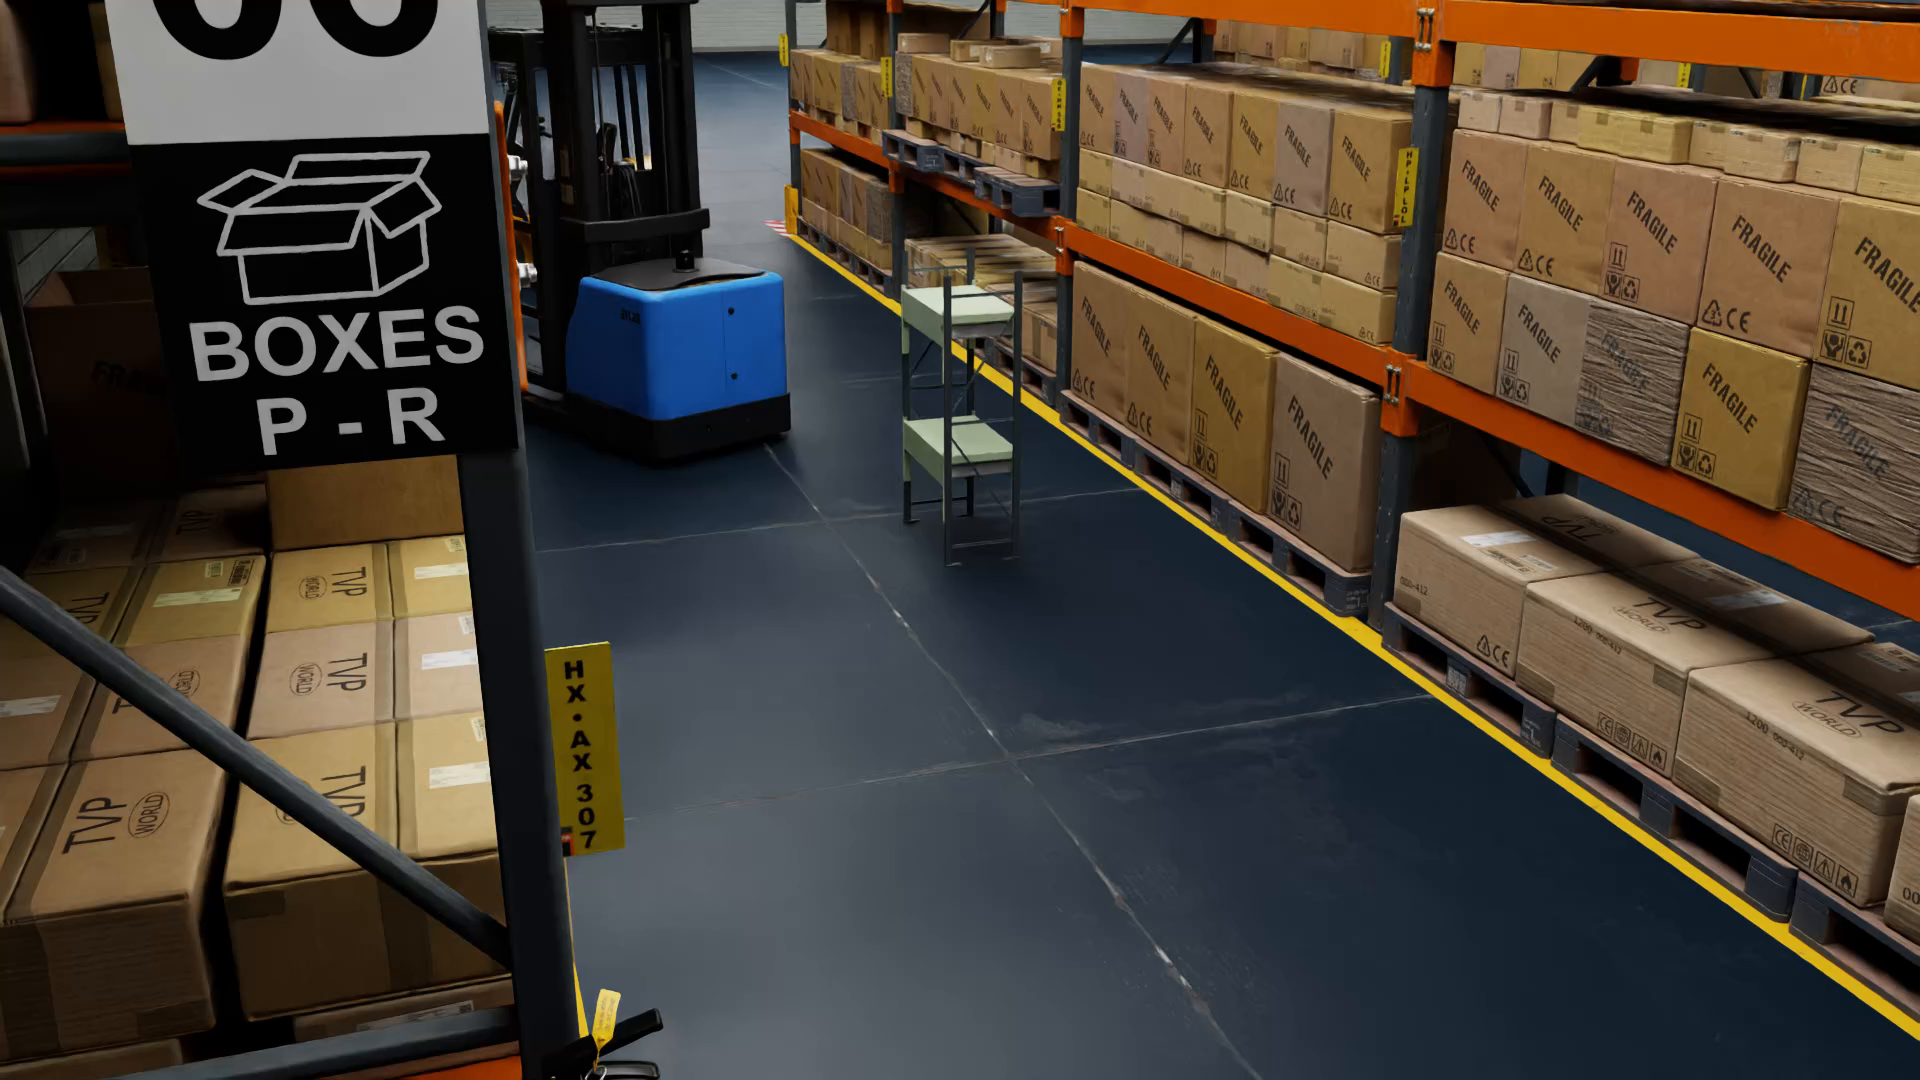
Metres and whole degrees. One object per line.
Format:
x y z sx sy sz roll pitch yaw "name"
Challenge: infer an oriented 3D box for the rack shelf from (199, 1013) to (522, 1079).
-1.680 0.463 4.255 1.077 0.370 4.000 -6 21 -17 "rack shelf"

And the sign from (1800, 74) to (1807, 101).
6.325 -3.457 12.507 0.100 0.325 0.005 -6 21 -17 "sign"

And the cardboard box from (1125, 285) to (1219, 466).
1.560 -1.010 9.814 0.875 0.875 0.875 -6 21 -17 "cardboard box"

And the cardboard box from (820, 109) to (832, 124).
-1.210 -4.309 16.847 0.380 0.149 0.250 -6 21 -16 "cardboard box"

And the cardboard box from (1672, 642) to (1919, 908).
3.062 0.752 5.555 0.875 0.438 0.875 -6 21 -16 "cardboard box"

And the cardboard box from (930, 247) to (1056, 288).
0.285 -2.176 13.803 0.950 0.372 0.625 -5 20 -14 "cardboard box"

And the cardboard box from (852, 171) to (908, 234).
-0.714 -3.194 15.710 0.500 0.500 0.500 -6 21 -16 "cardboard box"

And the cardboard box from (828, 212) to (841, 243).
-1.041 -3.174 16.762 0.500 0.250 0.500 -5 20 -14 "cardboard box"

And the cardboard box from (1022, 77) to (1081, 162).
0.739 -2.831 11.151 0.500 0.500 0.500 -7 21 -19 "cardboard box"

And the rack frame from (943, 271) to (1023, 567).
0.113 -0.591 8.342 0.400 1.500 0.023 -6 21 -17 "rack frame"

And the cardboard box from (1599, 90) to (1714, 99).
2.781 -1.708 6.648 0.380 0.149 0.250 -6 21 -16 "cardboard box"

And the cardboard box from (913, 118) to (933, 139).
-0.168 -3.401 13.698 0.380 0.149 0.250 -6 21 -16 "cardboard box"

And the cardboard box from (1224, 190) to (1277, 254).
1.701 -1.652 8.560 0.500 0.250 0.500 -6 21 -16 "cardboard box"

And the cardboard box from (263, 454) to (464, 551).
-1.410 -0.312 4.020 0.500 0.500 0.500 -6 21 -16 "cardboard box"

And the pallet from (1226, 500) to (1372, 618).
2.089 0.027 8.530 1.003 0.211 1.213 -6 21 -17 "pallet"

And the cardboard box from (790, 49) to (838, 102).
-1.483 -4.903 17.541 0.500 0.500 0.500 -7 21 -18 "cardboard box"

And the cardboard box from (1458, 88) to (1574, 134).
2.256 -1.740 6.737 0.380 0.149 0.250 -7 21 -18 "cardboard box"

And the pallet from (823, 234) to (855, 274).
-0.744 -2.905 16.692 1.003 0.211 1.213 -6 21 -17 "pallet"

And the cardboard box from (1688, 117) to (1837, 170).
2.705 -1.336 5.611 0.380 0.149 0.250 -6 21 -17 "cardboard box"

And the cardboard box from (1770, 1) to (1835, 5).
8.893 -5.439 17.555 0.500 0.500 0.500 -6 21 -17 "cardboard box"

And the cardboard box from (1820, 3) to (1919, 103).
9.413 -4.877 16.547 1.000 1.000 1.000 -6 21 -17 "cardboard box"

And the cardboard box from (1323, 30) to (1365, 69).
4.189 -5.037 16.683 0.875 0.550 0.550 -6 21 -17 "cardboard box"

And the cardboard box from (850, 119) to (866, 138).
-0.825 -3.892 15.686 0.380 0.149 0.250 -7 21 -18 "cardboard box"

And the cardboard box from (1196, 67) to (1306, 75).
1.725 -2.546 9.939 0.500 0.500 0.500 -6 21 -16 "cardboard box"

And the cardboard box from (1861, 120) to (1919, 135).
3.235 -1.310 5.539 0.380 0.149 0.250 -6 21 -17 "cardboard box"

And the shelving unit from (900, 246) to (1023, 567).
-0.002 -0.708 8.669 0.431 1.500 0.755 -6 21 -17 "shelving unit"

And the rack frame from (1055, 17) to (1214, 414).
1.145 -2.330 10.966 1.000 3.000 0.127 -6 21 -17 "rack frame"

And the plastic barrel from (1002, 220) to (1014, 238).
0.717 -3.183 17.151 0.512 0.421 0.421 8 21 20 "plastic barrel"

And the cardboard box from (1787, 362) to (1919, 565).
2.943 -0.263 5.063 0.500 0.500 0.500 -6 21 -16 "cardboard box"

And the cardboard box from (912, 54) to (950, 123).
-0.079 -3.657 13.450 0.500 0.500 0.500 -6 21 -17 "cardboard box"

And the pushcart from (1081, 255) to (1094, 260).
2.037 -2.638 15.702 1.648 0.377 0.936 -15 25 -36 "pushcart"

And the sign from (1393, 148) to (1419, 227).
1.891 -1.493 7.040 0.100 0.325 0.005 -6 21 -17 "sign"

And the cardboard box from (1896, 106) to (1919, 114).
6.649 -2.889 11.392 0.380 0.149 0.250 -6 21 -16 "cardboard box"

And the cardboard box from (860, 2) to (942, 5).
-0.591 -5.098 16.605 0.700 0.500 0.500 -7 21 -18 "cardboard box"

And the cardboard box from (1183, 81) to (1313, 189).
1.537 -2.175 8.908 0.500 0.500 0.500 -6 21 -16 "cardboard box"

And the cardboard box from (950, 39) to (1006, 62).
0.139 -3.777 12.827 0.380 0.149 0.250 -5 20 -14 "cardboard box"

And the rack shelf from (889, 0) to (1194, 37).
0.517 -4.045 12.367 1.077 0.370 4.000 -6 21 -17 "rack shelf"

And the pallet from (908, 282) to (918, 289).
0.134 -2.051 14.316 1.003 0.211 1.213 -6 21 -17 "pallet"

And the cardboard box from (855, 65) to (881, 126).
-0.656 -4.081 15.253 0.500 0.500 0.500 -6 21 -15 "cardboard box"

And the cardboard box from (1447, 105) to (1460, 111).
2.537 -1.736 7.684 0.500 0.500 0.500 -6 21 -17 "cardboard box"

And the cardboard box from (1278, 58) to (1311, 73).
3.914 -4.879 17.840 0.875 0.550 0.500 -6 21 -17 "cardboard box"

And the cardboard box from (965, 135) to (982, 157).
0.257 -2.978 12.521 0.380 0.149 0.250 -7 21 -19 "cardboard box"

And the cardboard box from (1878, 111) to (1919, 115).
6.104 -2.742 10.983 0.380 0.149 0.250 -5 20 -15 "cardboard box"

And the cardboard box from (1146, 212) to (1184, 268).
1.398 -1.744 9.555 0.500 0.250 0.500 -6 21 -15 "cardboard box"

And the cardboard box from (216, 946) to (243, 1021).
-1.431 0.718 2.851 0.380 0.149 0.250 -6 21 -16 "cardboard box"

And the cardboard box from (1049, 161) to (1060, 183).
0.819 -2.489 11.160 0.380 0.149 0.250 -6 21 -15 "cardboard box"

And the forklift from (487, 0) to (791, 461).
-2.453 -2.284 10.940 1.130 2.935 3.031 -17 26 -39 "forklift"

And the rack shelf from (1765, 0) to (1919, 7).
6.441 -3.320 10.348 1.077 0.370 4.000 -6 21 -17 "rack shelf"

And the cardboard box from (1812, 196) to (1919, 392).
2.938 -0.733 4.894 0.500 0.500 0.500 -6 21 -17 "cardboard box"

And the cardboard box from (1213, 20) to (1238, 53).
3.378 -5.911 19.117 0.875 0.550 0.550 -6 21 -17 "cardboard box"

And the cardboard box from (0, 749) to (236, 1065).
-1.448 0.577 2.654 0.500 0.250 0.500 -6 21 -16 "cardboard box"

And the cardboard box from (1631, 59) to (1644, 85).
5.521 -3.713 13.190 0.700 0.500 0.500 -7 21 -18 "cardboard box"
